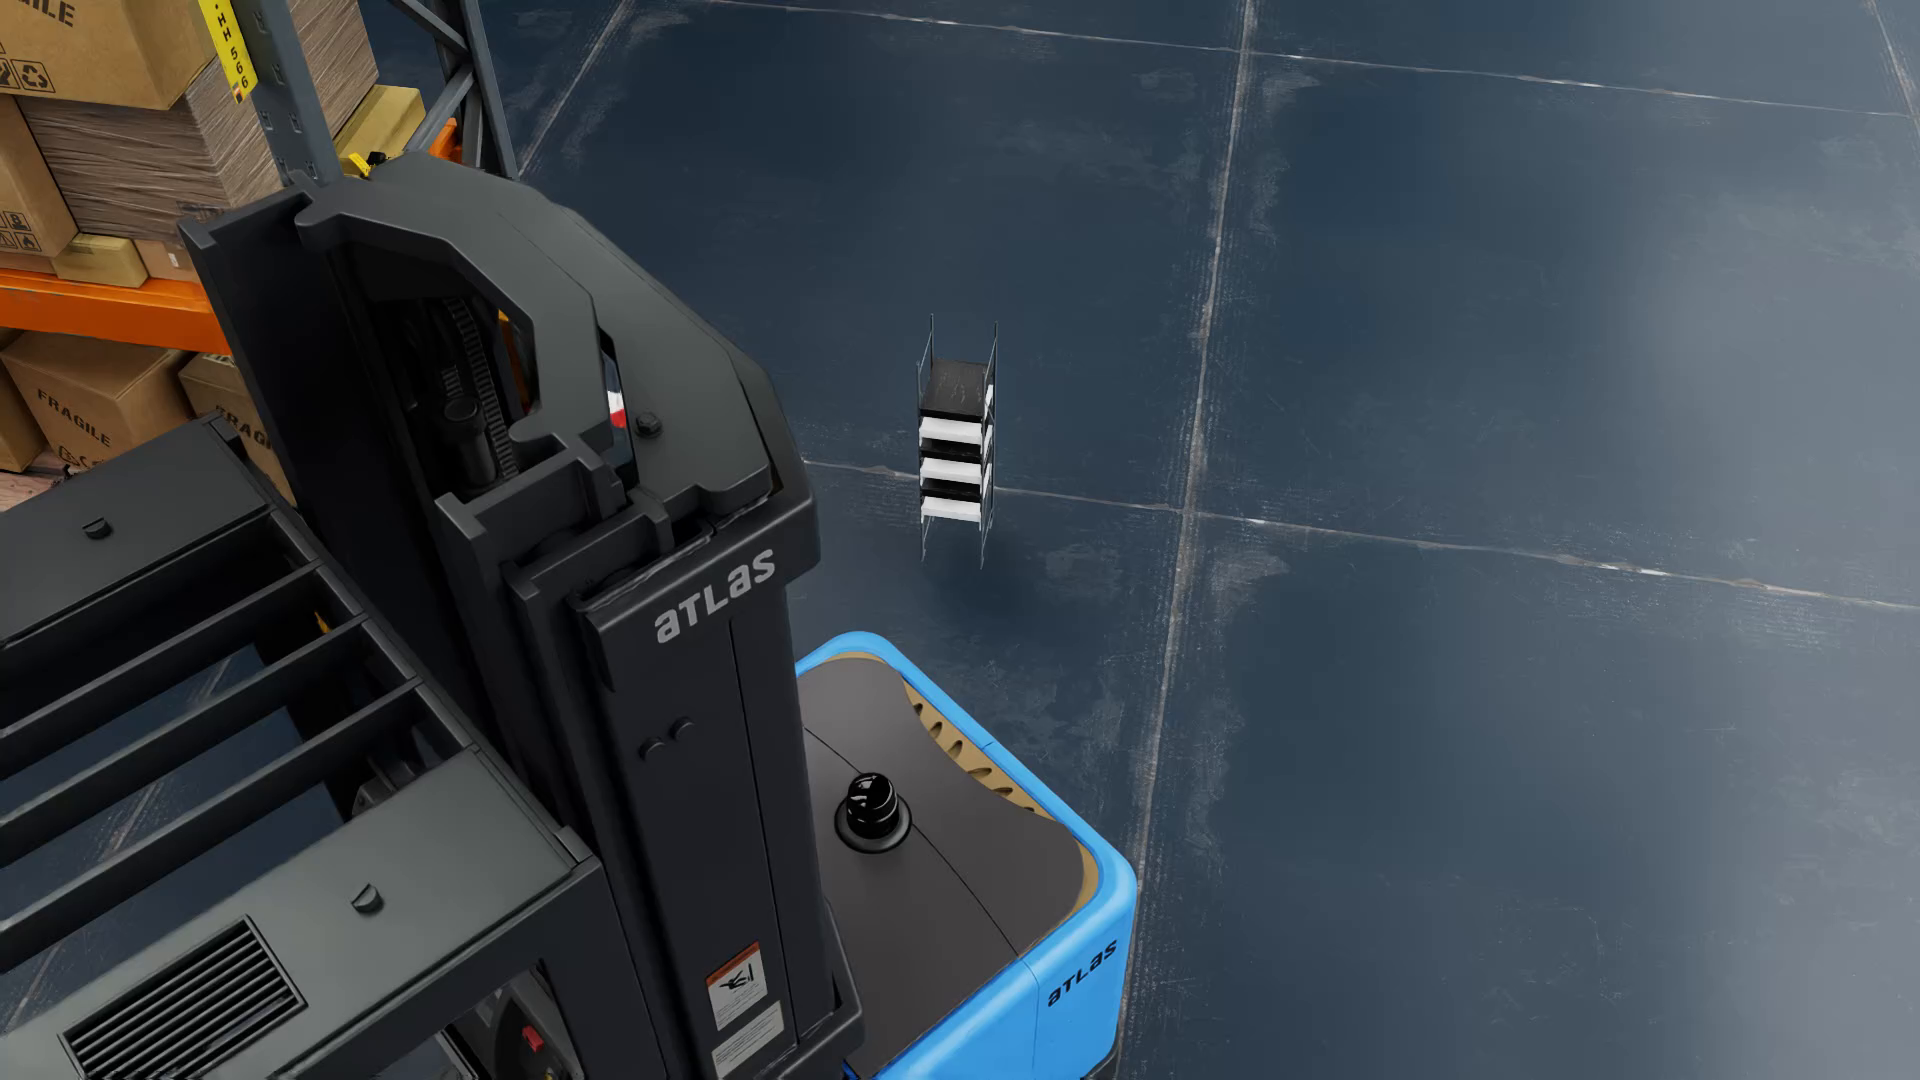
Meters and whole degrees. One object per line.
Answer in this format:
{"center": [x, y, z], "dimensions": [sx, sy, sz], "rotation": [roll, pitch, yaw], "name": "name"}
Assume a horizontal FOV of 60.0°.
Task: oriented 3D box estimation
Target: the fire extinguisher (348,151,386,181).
{"center": [-1.523, -0.691, 4.406], "dimensions": [0.183, 0.674, 0.296], "rotation": [8, 49, 7], "name": "fire extinguisher"}

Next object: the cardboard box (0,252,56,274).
{"center": [-2.615, -0.945, 4.751], "dimensions": [0.250, 0.149, 0.380], "rotation": [8, 49, 7], "name": "cardboard box"}

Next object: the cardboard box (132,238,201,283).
{"center": [-2.117, -0.905, 4.715], "dimensions": [0.250, 0.149, 0.380], "rotation": [8, 49, 7], "name": "cardboard box"}

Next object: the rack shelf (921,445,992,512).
{"center": [-0.008, -0.219, 5.508], "dimensions": [0.200, 0.077, 0.258], "rotation": [8, 49, 7], "name": "rack shelf"}

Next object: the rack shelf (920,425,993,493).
{"center": [-0.008, -0.280, 5.441], "dimensions": [0.200, 0.077, 0.258], "rotation": [8, 49, 7], "name": "rack shelf"}

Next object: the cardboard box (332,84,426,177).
{"center": [-1.791, -1.197, 4.978], "dimensions": [0.250, 0.149, 0.380], "rotation": [8, 49, 7], "name": "cardboard box"}

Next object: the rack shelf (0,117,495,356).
{"center": [-3.522, -1.093, 5.199], "dimensions": [4.000, 0.370, 1.077], "rotation": [8, 49, 7], "name": "rack shelf"}

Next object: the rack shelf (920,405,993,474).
{"center": [-0.008, -0.340, 5.374], "dimensions": [0.200, 0.077, 0.258], "rotation": [8, 49, 7], "name": "rack shelf"}

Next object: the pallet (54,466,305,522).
{"center": [-2.421, -0.280, 5.860], "dimensions": [1.213, 0.211, 1.003], "rotation": [8, 49, 7], "name": "pallet"}

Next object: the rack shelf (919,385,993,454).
{"center": [-0.008, -0.400, 5.307], "dimensions": [0.200, 0.077, 0.258], "rotation": [8, 49, 7], "name": "rack shelf"}

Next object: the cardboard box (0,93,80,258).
{"center": [-2.603, -1.273, 4.610], "dimensions": [0.500, 0.500, 0.875], "rotation": [8, 49, 7], "name": "cardboard box"}

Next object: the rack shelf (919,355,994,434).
{"center": [-0.008, -0.460, 5.240], "dimensions": [0.200, 0.077, 0.258], "rotation": [8, 49, 7], "name": "rack shelf"}

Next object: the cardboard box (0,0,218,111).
{"center": [-2.139, -1.428, 4.077], "dimensions": [0.500, 0.500, 0.500], "rotation": [8, 49, 7], "name": "cardboard box"}

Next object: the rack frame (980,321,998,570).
{"center": [0.092, -0.288, 5.404], "dimensions": [0.006, 0.900, 0.240], "rotation": [8, 49, 7], "name": "rack frame"}

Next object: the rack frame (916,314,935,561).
{"center": [-0.108, -0.315, 5.428], "dimensions": [0.006, 0.900, 0.240], "rotation": [8, 49, 7], "name": "rack frame"}

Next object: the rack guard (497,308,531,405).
{"center": [-1.628, -0.243, 5.633], "dimensions": [0.348, 0.500, 1.175], "rotation": [8, 49, 7], "name": "rack guard"}

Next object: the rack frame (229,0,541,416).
{"center": [-1.553, -1.069, 4.694], "dimensions": [0.127, 3.000, 1.000], "rotation": [8, 49, 7], "name": "rack frame"}

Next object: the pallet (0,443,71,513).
{"center": [-3.618, -0.443, 6.006], "dimensions": [1.213, 0.211, 1.003], "rotation": [8, 49, 7], "name": "pallet"}

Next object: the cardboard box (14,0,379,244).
{"center": [-2.090, -1.295, 4.629], "dimensions": [0.500, 0.500, 0.875], "rotation": [8, 49, 7], "name": "cardboard box"}

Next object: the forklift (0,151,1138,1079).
{"center": [-1.030, 0.934, 2.940], "dimensions": [3.031, 2.935, 1.130], "rotation": [-33, 56, -26], "name": "forklift"}

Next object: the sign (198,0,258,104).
{"center": [-1.672, -1.158, 3.783], "dimensions": [0.005, 0.325, 0.100], "rotation": [8, 49, 7], "name": "sign"}

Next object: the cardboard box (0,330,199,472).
{"center": [-2.759, -0.523, 5.601], "dimensions": [0.500, 0.500, 0.500], "rotation": [19, 51, 17], "name": "cardboard box"}

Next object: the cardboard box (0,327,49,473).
{"center": [-3.372, -0.619, 5.688], "dimensions": [0.500, 0.500, 0.500], "rotation": [12, 49, 10], "name": "cardboard box"}

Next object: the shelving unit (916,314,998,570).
{"center": [-0.008, -0.302, 5.416], "dimensions": [0.210, 0.900, 0.258], "rotation": [8, 49, 7], "name": "shelving unit"}

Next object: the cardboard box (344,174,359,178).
{"center": [-1.871, -0.871, 4.685], "dimensions": [0.250, 0.149, 0.380], "rotation": [8, 49, 7], "name": "cardboard box"}

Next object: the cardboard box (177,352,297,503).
{"center": [-2.165, -0.469, 5.553], "dimensions": [0.500, 0.500, 0.500], "rotation": [16, 50, 14], "name": "cardboard box"}

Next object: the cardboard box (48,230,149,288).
{"center": [-2.372, -0.900, 4.711], "dimensions": [0.250, 0.149, 0.380], "rotation": [8, 49, 7], "name": "cardboard box"}

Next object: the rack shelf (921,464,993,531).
{"center": [-0.008, -0.159, 5.575], "dimensions": [0.200, 0.077, 0.258], "rotation": [8, 49, 7], "name": "rack shelf"}
